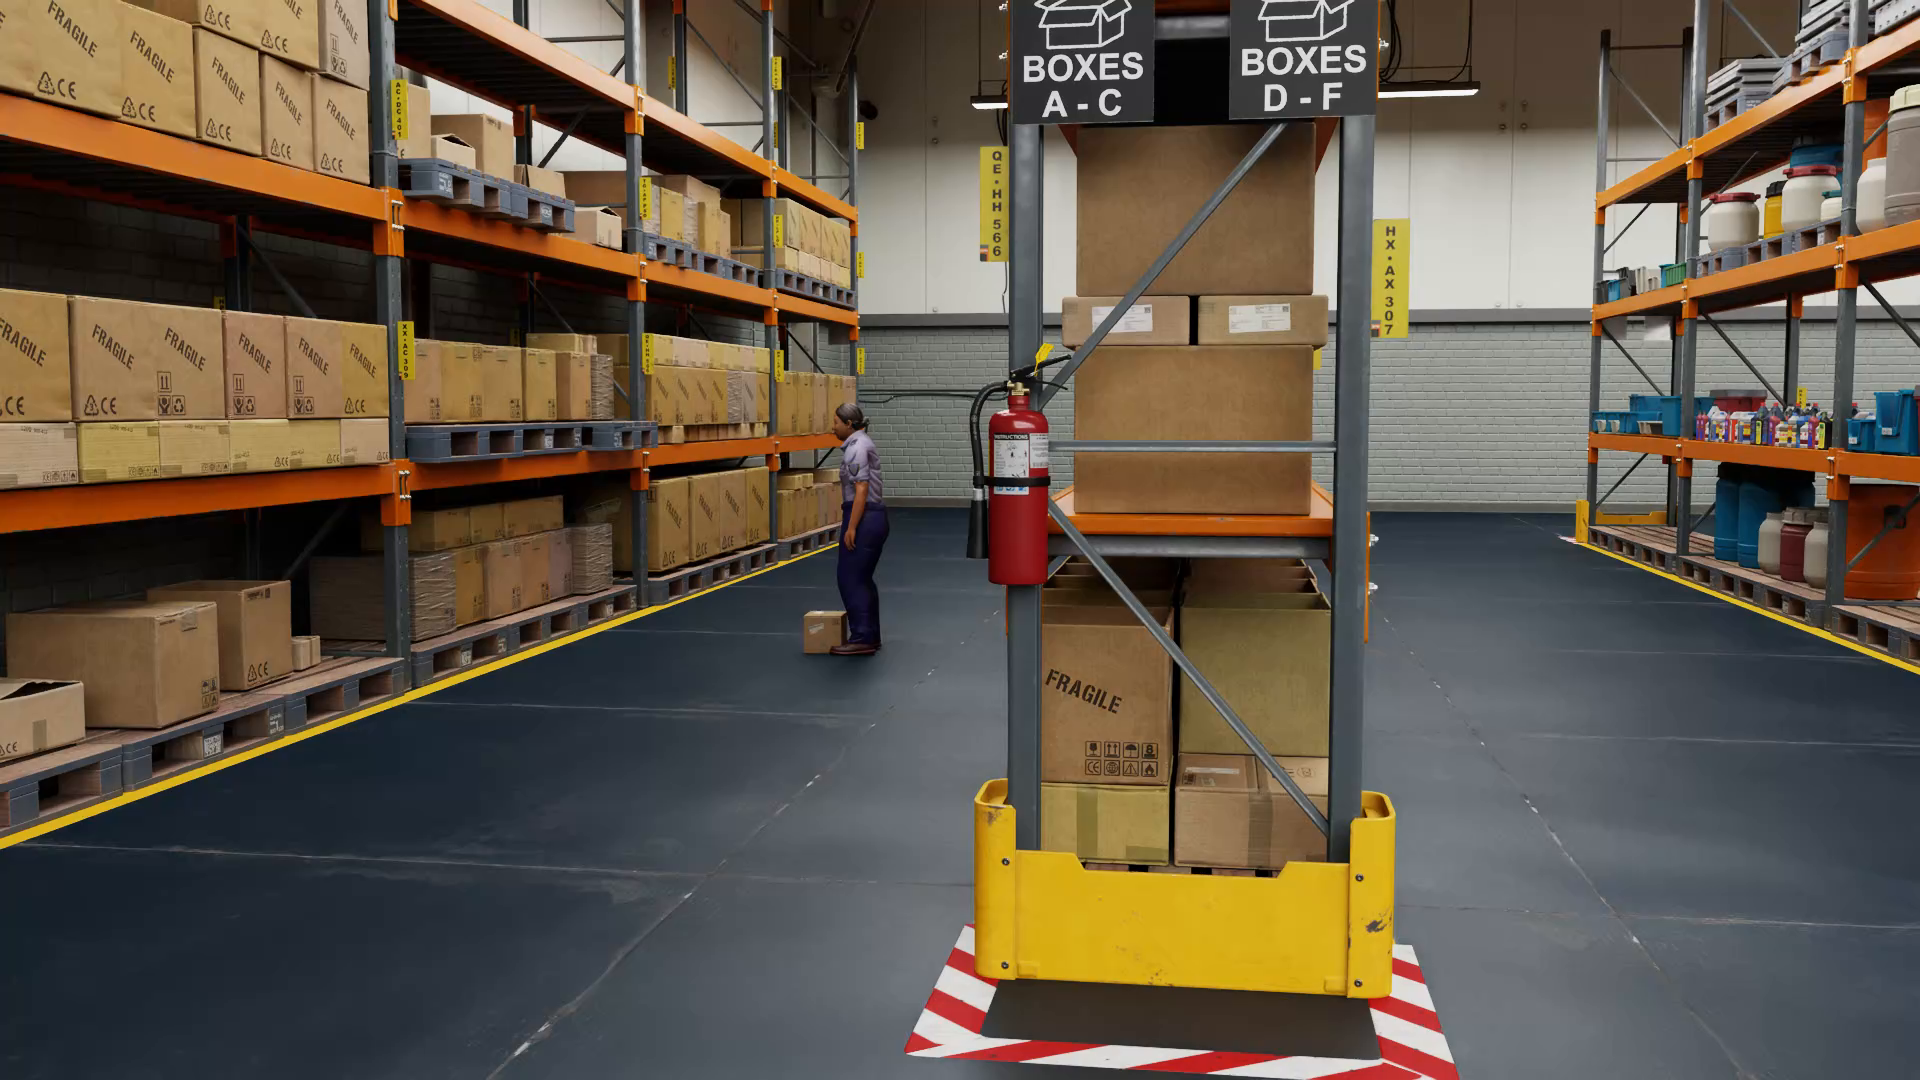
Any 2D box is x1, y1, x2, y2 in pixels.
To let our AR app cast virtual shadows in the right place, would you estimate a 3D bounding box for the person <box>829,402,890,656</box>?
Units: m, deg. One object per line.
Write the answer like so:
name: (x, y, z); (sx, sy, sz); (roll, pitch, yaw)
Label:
person: (-0.660, -0.074, 10.972); (0.371, 1.636, 0.562); (0, 5, 5)
